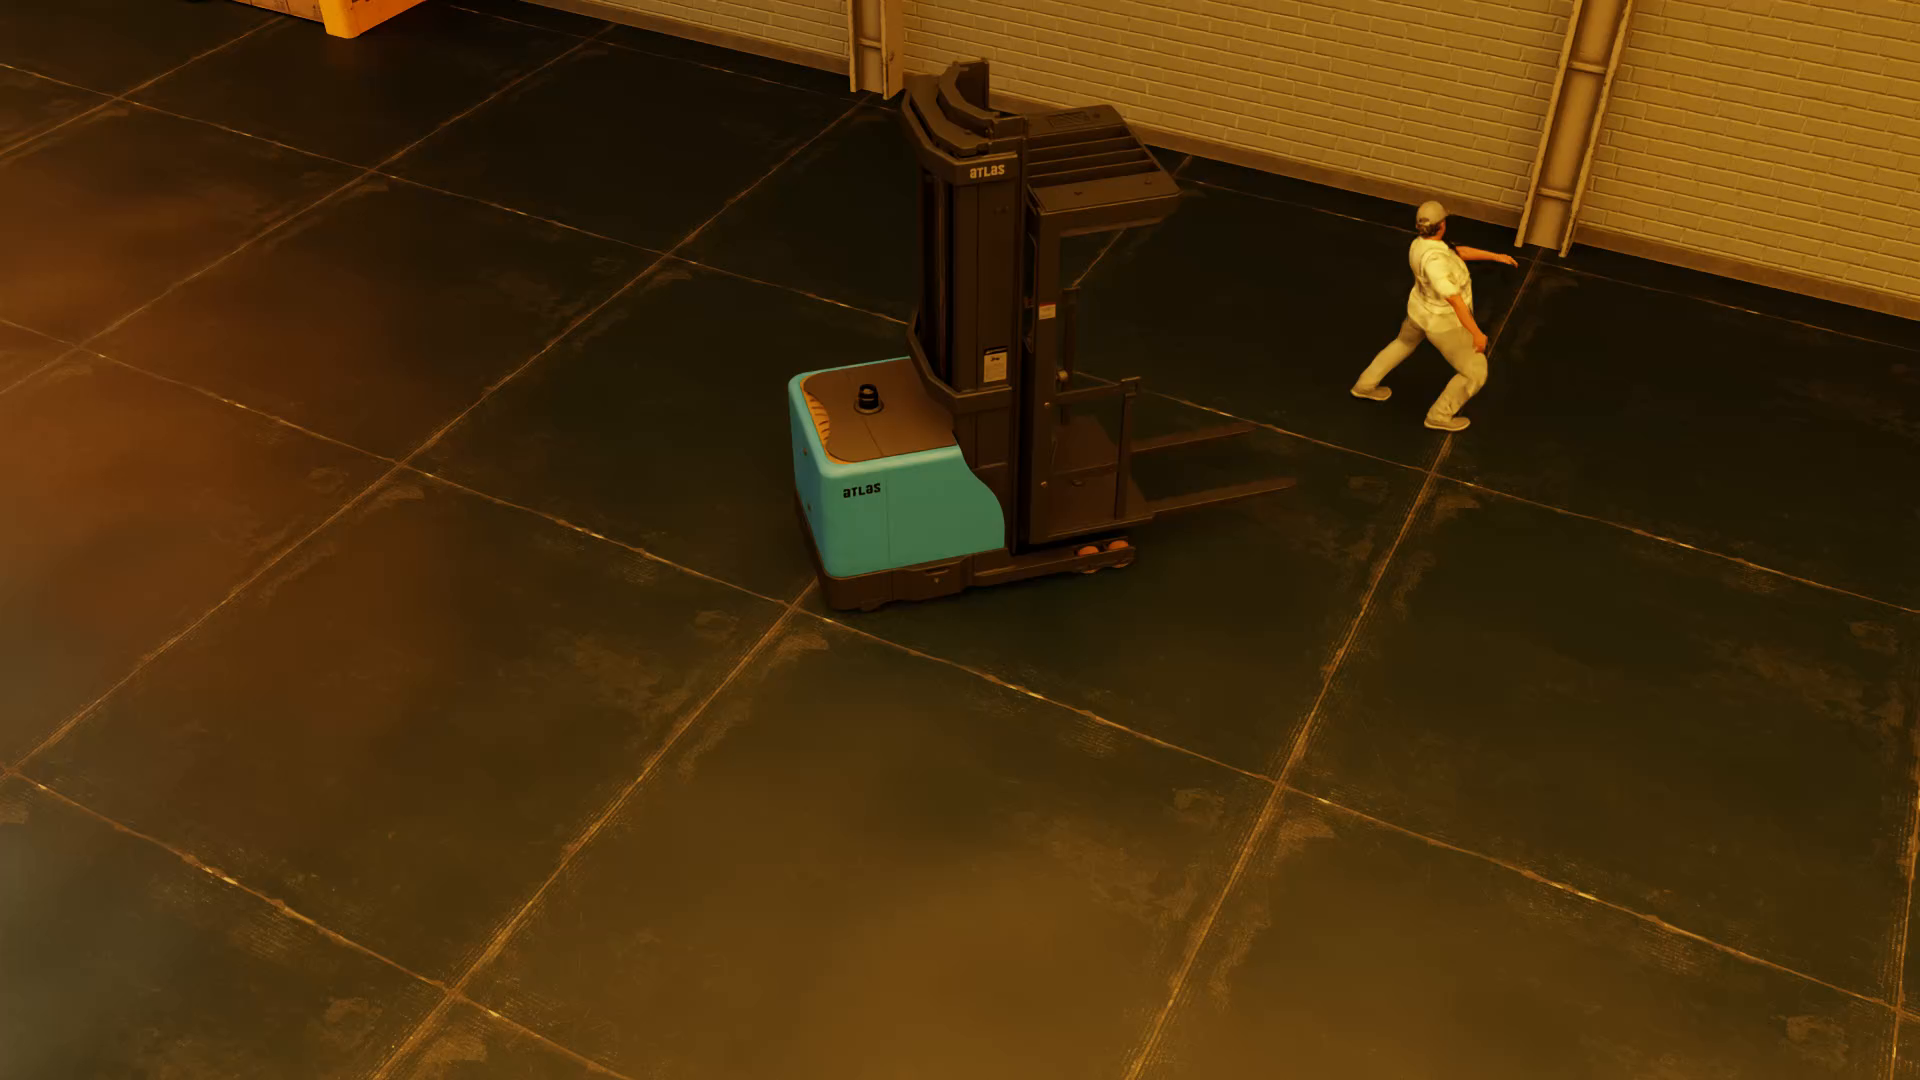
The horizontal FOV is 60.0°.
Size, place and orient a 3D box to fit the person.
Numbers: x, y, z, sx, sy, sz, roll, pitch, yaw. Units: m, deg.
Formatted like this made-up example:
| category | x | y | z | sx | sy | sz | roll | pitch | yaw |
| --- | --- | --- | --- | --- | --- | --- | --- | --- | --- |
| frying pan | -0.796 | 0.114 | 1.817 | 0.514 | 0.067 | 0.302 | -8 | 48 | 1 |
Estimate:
| category | x | y | z | sx | sy | sz | roll | pitch | yaw |
| --- | --- | --- | --- | --- | --- | --- | --- | --- | --- |
| person | 3.170 | -1.430 | 10.767 | 0.837 | 1.519 | 0.789 | -13 | 42 | -14 |

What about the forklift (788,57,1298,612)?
| category | x | y | z | sx | sy | sz | roll | pitch | yaw |
| --- | --- | --- | --- | --- | --- | --- | --- | --- | --- |
| forklift | 0.553 | -1.237 | 9.455 | 3.031 | 2.935 | 1.130 | -11 | 41 | -12 |
